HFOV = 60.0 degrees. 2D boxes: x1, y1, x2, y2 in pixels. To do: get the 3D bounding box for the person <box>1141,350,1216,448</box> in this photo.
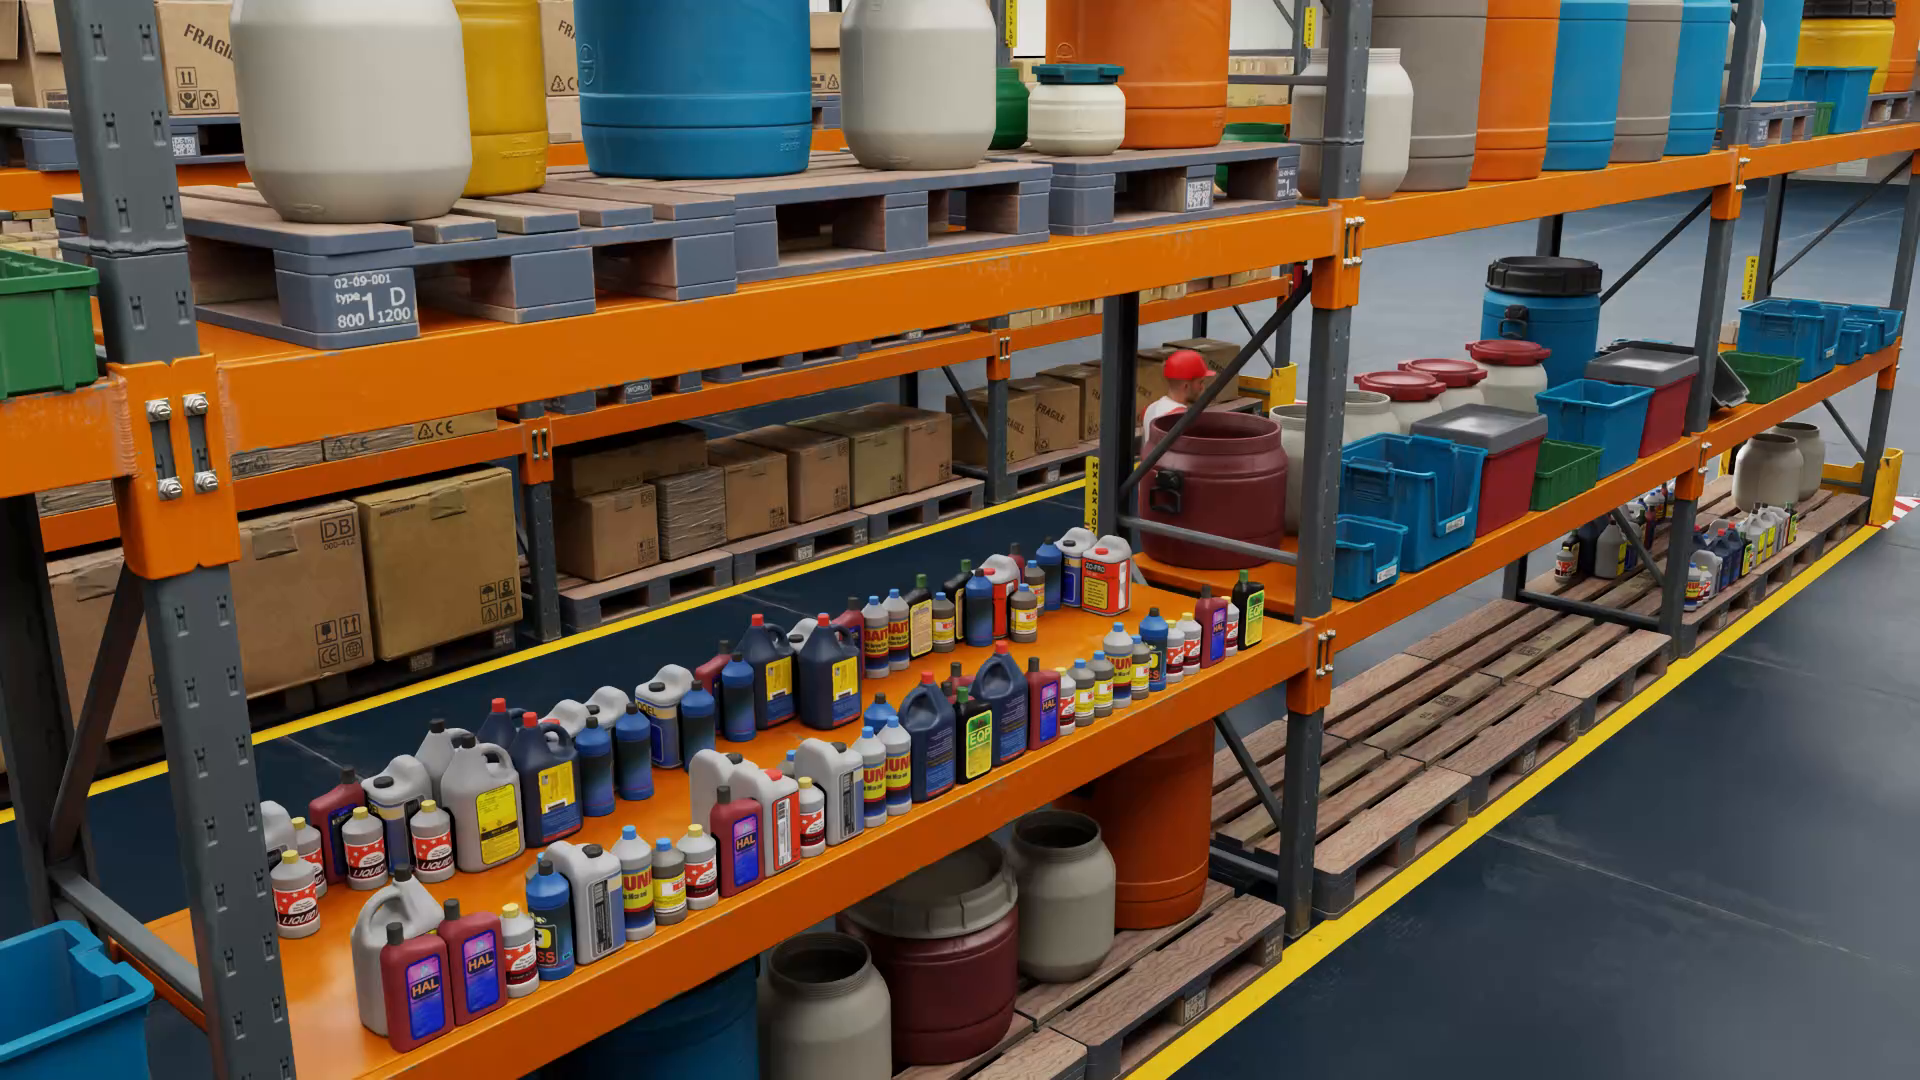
[{"bbox_3d":[1.130,-0.144,8.967,0.912,1.764,0.541,-2,17,-8],"label":"person"}]
